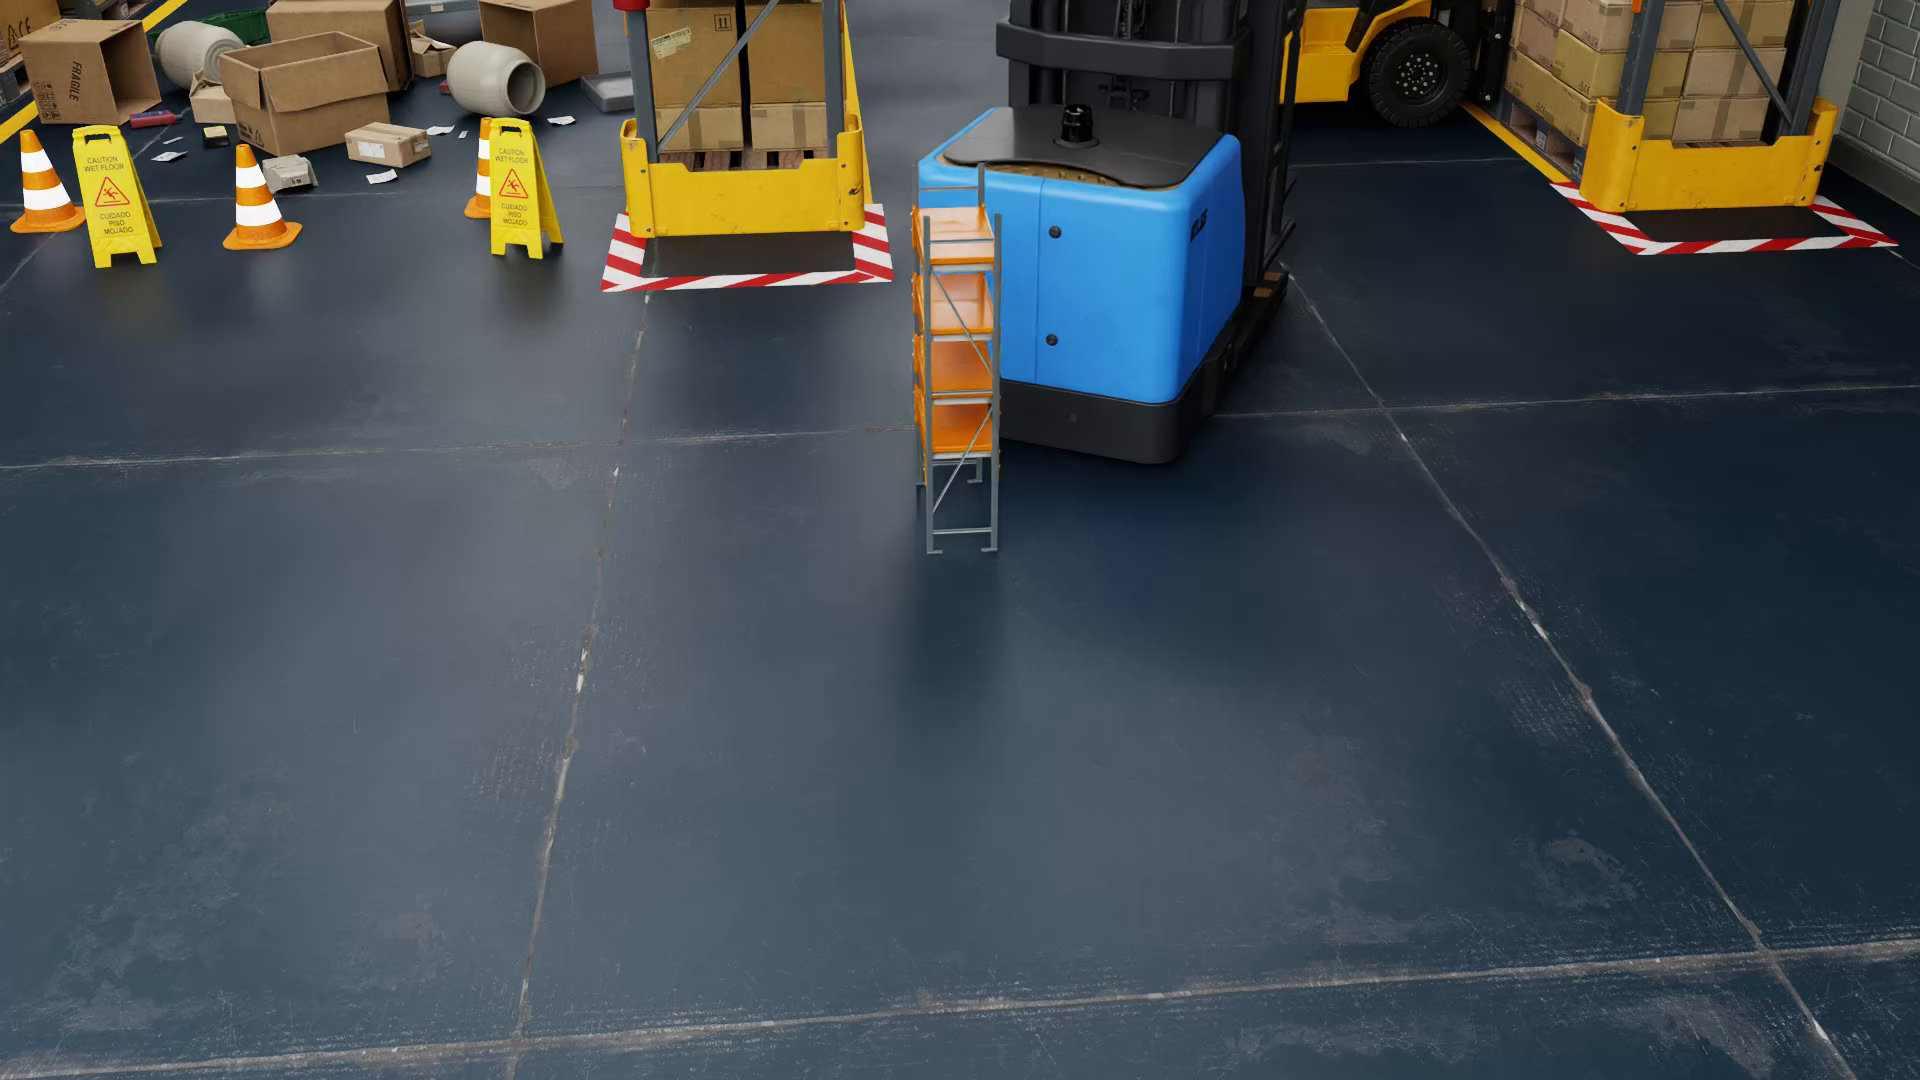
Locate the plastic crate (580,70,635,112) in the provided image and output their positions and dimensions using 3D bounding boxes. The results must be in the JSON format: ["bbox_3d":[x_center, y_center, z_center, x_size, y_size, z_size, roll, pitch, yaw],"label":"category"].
[{"bbox_3d":[-2.111,-2.811,10.379,0.402,0.080,0.583,-14,33,-22],"label":"plastic crate"}]

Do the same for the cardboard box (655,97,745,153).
[{"bbox_3d":[-1.413,-2.275,8.906,0.500,0.250,0.500,-3,31,-5],"label":"cardboard box"}]

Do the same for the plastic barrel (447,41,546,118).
[{"bbox_3d":[-2.767,-2.740,9.924,0.512,0.421,0.421,20,36,29],"label":"plastic barrel"}]

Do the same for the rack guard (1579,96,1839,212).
[{"bbox_3d":[3.877,-2.018,8.641,1.175,0.500,0.348,-3,31,-5],"label":"rack guard"}]

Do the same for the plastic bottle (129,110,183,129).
[{"bbox_3d":[-4.775,-2.504,9.883,0.283,0.061,0.133,-14,33,-22],"label":"plastic bottle"}]

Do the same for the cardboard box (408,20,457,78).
[{"bbox_3d":[-3.502,-3.213,10.871,0.396,0.266,0.258,27,40,37],"label":"cardboard box"}]

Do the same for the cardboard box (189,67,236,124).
[{"bbox_3d":[-4.365,-2.654,9.934,0.396,0.266,0.258,2,31,4],"label":"cardboard box"}]

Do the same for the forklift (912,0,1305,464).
[{"bbox_3d":[0.835,-2.277,6.704,1.130,2.935,3.031,12,33,19],"label":"forklift"}]

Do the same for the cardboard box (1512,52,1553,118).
[{"bbox_3d":[3.479,-2.582,9.420,0.500,0.250,0.500,-3,31,-5],"label":"cardboard box"}]

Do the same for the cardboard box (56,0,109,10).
[{"bbox_3d":[-6.507,-4.144,11.547,1.050,0.750,0.750,-3,31,-5],"label":"cardboard box"}]

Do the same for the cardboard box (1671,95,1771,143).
[{"bbox_3d":[4.023,-2.363,9.053,0.500,0.250,0.500,-3,31,-4],"label":"cardboard box"}]

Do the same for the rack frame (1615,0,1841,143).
[{"bbox_3d":[3.875,-3.103,8.020,1.000,3.000,0.127,-3,31,-5],"label":"rack frame"}]

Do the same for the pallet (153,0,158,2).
[{"bbox_3d":[-6.624,-4.435,12.968,1.003,0.211,1.213,-3,31,-5],"label":"pallet"}]

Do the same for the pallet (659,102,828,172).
[{"bbox_3d":[-1.115,-2.122,9.096,1.003,0.211,1.213,-3,31,-5],"label":"pallet"}]

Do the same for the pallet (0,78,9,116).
[{"bbox_3d":[-6.249,-2.404,9.568,1.003,0.211,1.213,-3,31,-5],"label":"pallet"}]

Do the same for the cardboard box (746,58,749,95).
[{"bbox_3d":[-1.505,-2.795,9.776,0.500,0.250,0.500,-4,31,-6],"label":"cardboard box"}]

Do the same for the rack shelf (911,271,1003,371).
[{"bbox_3d":[-0.016,-0.734,5.504,0.258,0.148,0.480,-3,31,-5],"label":"rack shelf"}]

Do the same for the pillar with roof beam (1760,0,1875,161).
[{"bbox_3d":[0.421,-5.871,6.804,9.100,9.000,0.400,-3,31,-5],"label":"pillar with roof beam"}]

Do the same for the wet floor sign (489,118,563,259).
[{"bbox_3d":[-2.115,-1.705,7.974,0.267,0.644,0.232,8,32,13],"label":"wet floor sign"}]

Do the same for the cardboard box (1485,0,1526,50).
[{"bbox_3d":[3.413,-3.070,9.750,0.500,0.250,0.500,-3,31,-6],"label":"cardboard box"}]

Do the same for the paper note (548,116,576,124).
[{"bbox_3d":[-2.375,-2.510,9.922,0.142,0.019,0.148,-14,33,-22],"label":"paper note"}]

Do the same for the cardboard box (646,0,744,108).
[{"bbox_3d":[-1.402,-2.582,8.688,0.500,0.500,0.500,-3,31,-4],"label":"cardboard box"}]

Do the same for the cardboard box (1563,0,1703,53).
[{"bbox_3d":[3.521,-2.753,8.730,0.500,0.250,0.500,-2,31,-3],"label":"cardboard box"}]

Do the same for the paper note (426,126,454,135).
[{"bbox_3d":[-3.067,-2.412,9.770,0.148,0.019,0.142,8,32,13],"label":"paper note"}]

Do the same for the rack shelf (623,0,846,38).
[{"bbox_3d":[-1.254,-3.576,9.513,1.077,0.370,4.000,-3,31,-5],"label":"rack shelf"}]

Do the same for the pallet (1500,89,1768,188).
[{"bbox_3d":[3.761,-2.295,9.386,1.003,0.211,1.213,-3,31,-5],"label":"pallet"}]

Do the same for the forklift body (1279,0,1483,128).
[{"bbox_3d":[1.881,-3.620,9.712,2.313,2.155,1.214,-3,31,-5],"label":"forklift body"}]

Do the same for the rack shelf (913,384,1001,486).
[{"bbox_3d":[-0.015,-0.371,5.720,0.258,0.148,0.480,-3,31,-5],"label":"rack shelf"}]

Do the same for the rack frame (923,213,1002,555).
[{"bbox_3d":[0.007,-0.475,5.375,0.240,1.200,0.015,-3,31,-5],"label":"rack frame"}]

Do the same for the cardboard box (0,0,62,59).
[{"bbox_3d":[-6.371,-3.561,10.449,0.875,0.875,0.875,-2,31,-4],"label":"cardboard box"}]

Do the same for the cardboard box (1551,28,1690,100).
[{"bbox_3d":[3.518,-2.551,8.881,0.500,0.250,0.500,-3,31,-5],"label":"cardboard box"}]

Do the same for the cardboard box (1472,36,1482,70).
[{"bbox_3d":[3.370,-3.102,10.290,0.500,0.250,0.500,-2,31,-3],"label":"cardboard box"}]

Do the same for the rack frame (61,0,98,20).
[{"bbox_3d":[-6.360,-4.617,10.555,1.000,3.000,0.127,-3,31,-5],"label":"rack frame"}]

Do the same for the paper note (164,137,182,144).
[{"bbox_3d":[-4.545,-2.309,9.606,0.032,0.001,0.123,13,33,21],"label":"paper note"}]

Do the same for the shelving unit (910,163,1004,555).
[{"bbox_3d":[-0.015,-0.600,5.584,0.258,1.200,0.503,-3,31,-5],"label":"shelving unit"}]

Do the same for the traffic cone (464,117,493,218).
[{"bbox_3d":[-2.392,-1.932,8.534,0.336,0.463,0.334,-3,31,-5],"label":"traffic cone"}]

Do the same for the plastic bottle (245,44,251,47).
[{"bbox_3d":[-4.831,-3.287,11.193,0.133,0.061,0.283,-20,36,-30],"label":"plastic bottle"}]

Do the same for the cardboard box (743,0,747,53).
[{"bbox_3d":[-1.494,-3.106,9.566,0.500,0.500,0.500,-3,31,-6],"label":"cardboard box"}]

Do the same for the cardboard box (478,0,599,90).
[{"bbox_3d":[-2.695,-3.221,10.653,0.500,0.500,0.500,20,36,29],"label":"cardboard box"}]

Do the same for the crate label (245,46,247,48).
[{"bbox_3d":[-4.702,-3.123,10.846,0.250,0.136,0.298,27,40,37],"label":"crate label"}]

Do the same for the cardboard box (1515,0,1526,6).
[{"bbox_3d":[3.410,-3.270,9.596,0.500,0.250,0.500,-2,31,-4],"label":"cardboard box"}]

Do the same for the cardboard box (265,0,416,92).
[{"bbox_3d":[-3.847,-3.103,10.321,0.797,0.637,0.503,-3,31,-5],"label":"cardboard box"}]
